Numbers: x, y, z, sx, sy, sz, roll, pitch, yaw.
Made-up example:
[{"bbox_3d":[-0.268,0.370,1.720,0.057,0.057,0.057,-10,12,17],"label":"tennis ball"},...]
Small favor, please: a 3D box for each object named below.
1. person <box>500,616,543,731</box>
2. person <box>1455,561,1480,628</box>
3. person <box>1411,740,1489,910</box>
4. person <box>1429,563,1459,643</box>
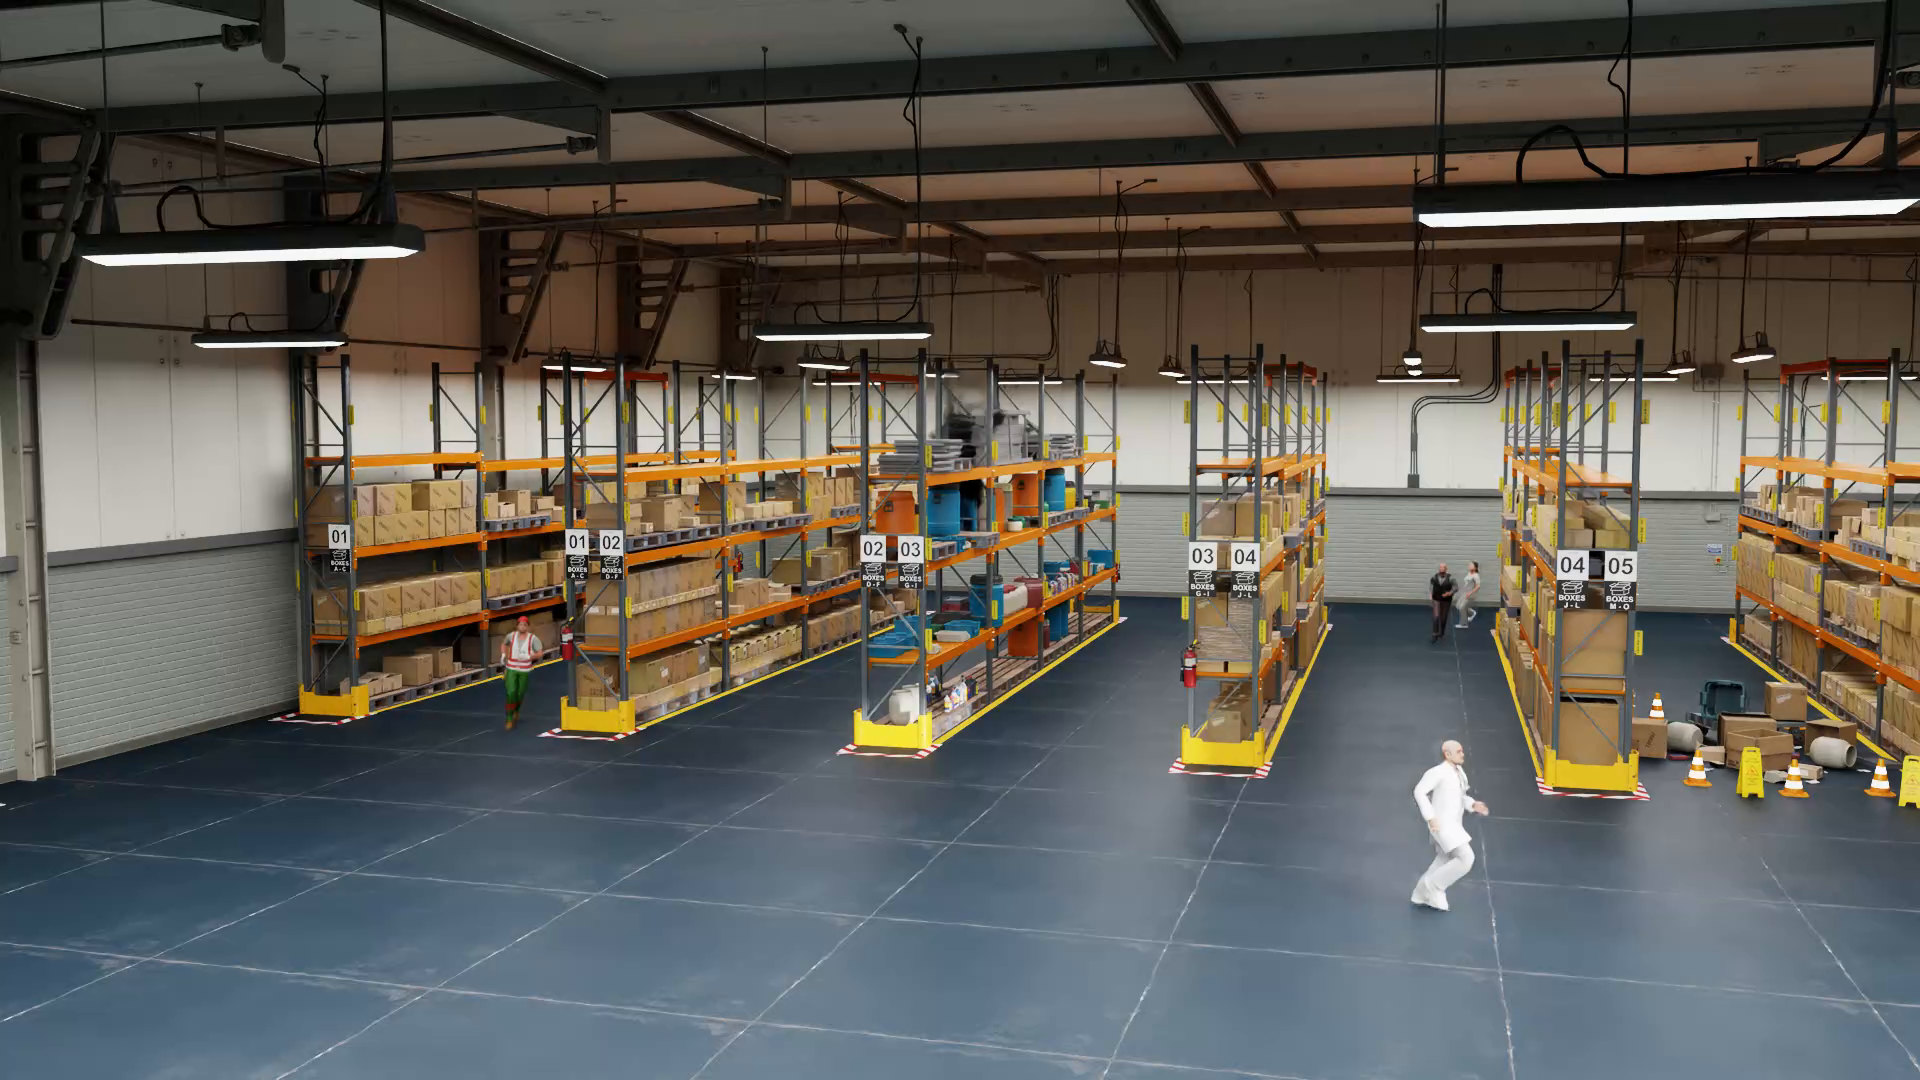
[{"bbox_3d":[-7.074,2.117,26.851,0.678,1.800,0.918,-1,4,-10],"label":"person"},{"bbox_3d":[11.946,1.286,38.909,0.541,1.593,0.595,-1,4,-14],"label":"person"},{"bbox_3d":[4.928,2.872,16.757,0.760,1.723,0.627,3,5,36],"label":"person"},{"bbox_3d":[10.727,1.380,36.882,0.665,1.751,0.841,2,5,23],"label":"person"}]
